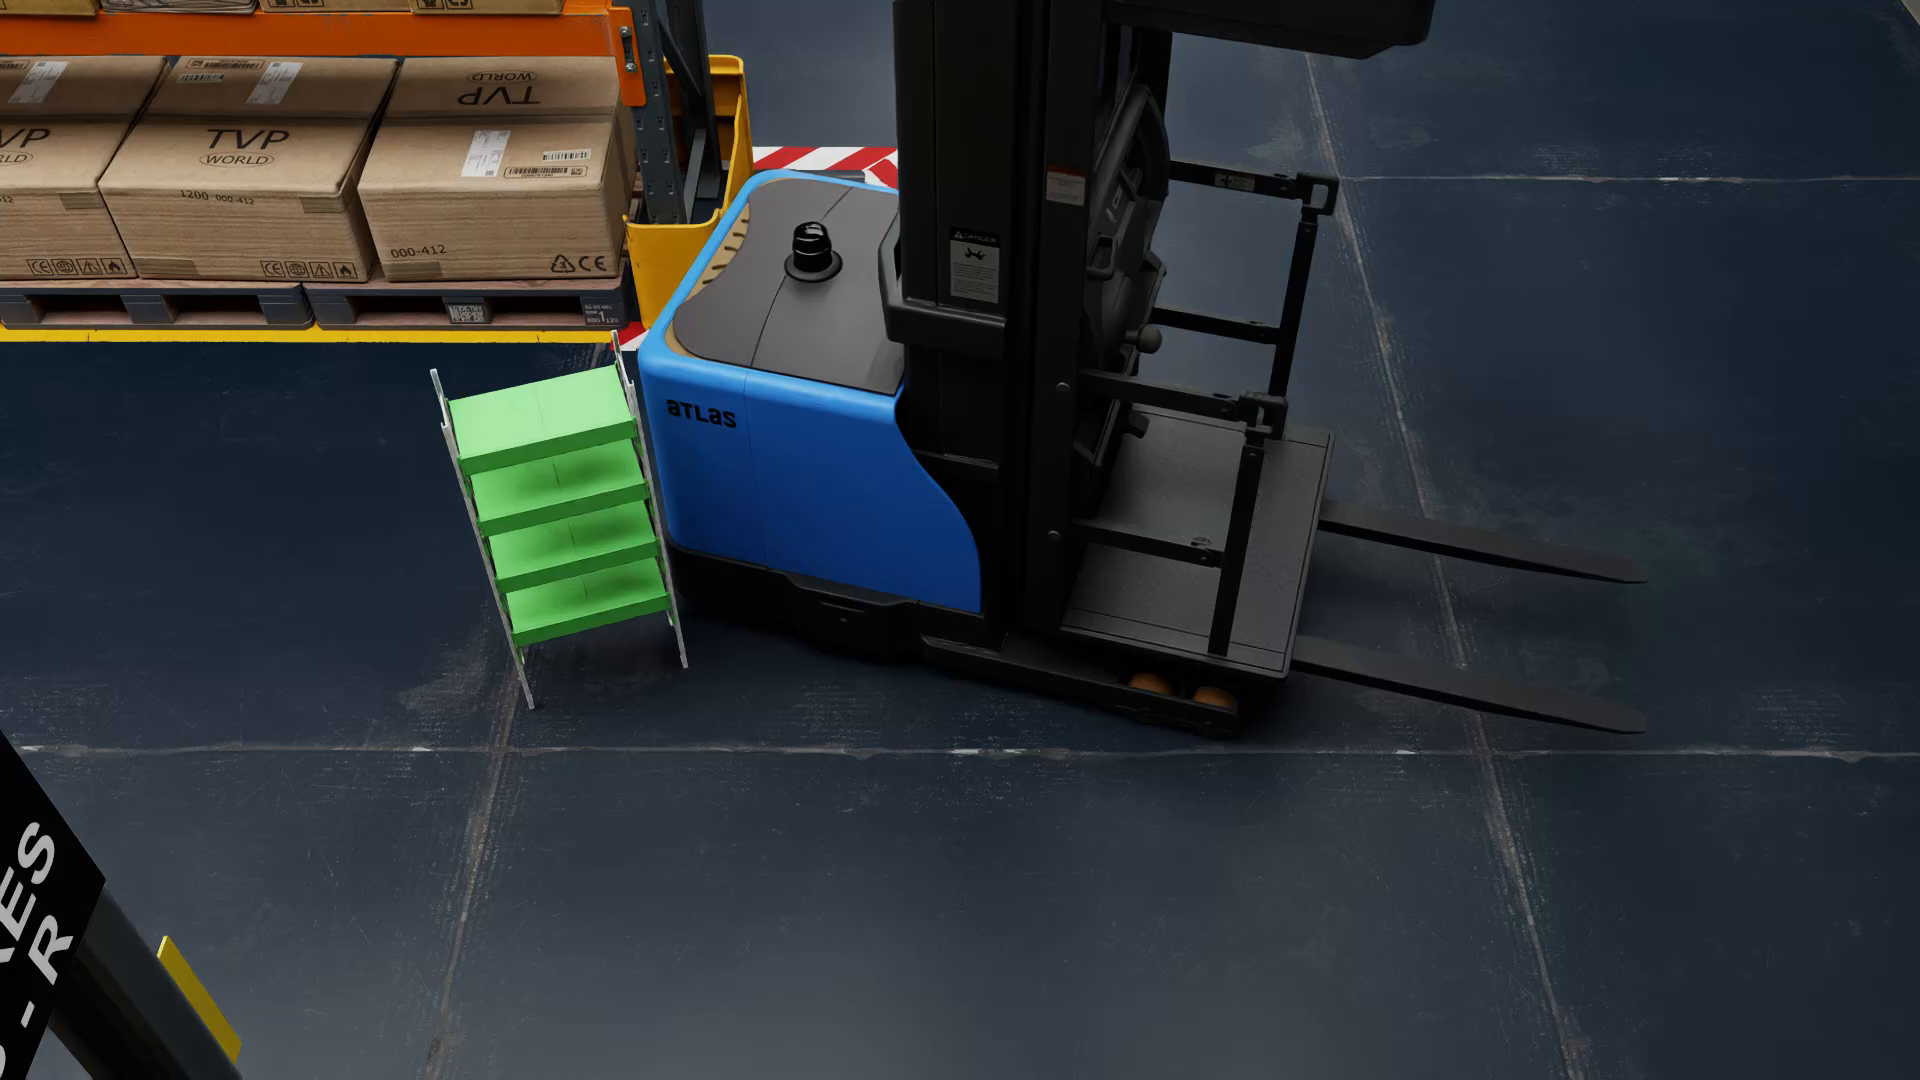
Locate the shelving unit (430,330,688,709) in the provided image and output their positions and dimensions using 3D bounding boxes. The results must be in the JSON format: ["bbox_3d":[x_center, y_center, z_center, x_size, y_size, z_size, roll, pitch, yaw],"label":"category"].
[{"bbox_3d":[-1.141,-0.025,4.871,0.503,1.200,0.258,-14,49,-13],"label":"shelving unit"}]

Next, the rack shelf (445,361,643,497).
[{"bbox_3d":[-1.141,-0.308,4.567,0.480,0.148,0.258,-14,49,-13],"label":"rack shelf"}]

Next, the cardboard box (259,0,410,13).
[{"bbox_3d":[-2.069,-2.103,5.507,0.500,0.500,0.500,-1,47,-1],"label":"cardboard box"}]

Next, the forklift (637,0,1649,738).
[{"bbox_3d":[0.639,-0.830,4.438,3.031,2.935,1.130,12,48,11],"label":"forklift"}]

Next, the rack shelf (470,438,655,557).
[{"bbox_3d":[-1.141,-0.145,4.742,0.480,0.148,0.258,-14,49,-13],"label":"rack shelf"}]

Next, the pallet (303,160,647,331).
[{"bbox_3d":[-1.884,-1.243,6.681,1.213,0.211,1.003,0,47,0],"label":"pallet"}]

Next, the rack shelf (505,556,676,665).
[{"bbox_3d":[-1.141,0.182,5.094,0.480,0.148,0.258,-14,49,-13],"label":"rack shelf"}]

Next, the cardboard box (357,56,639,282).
[{"bbox_3d":[-1.744,-1.447,6.429,0.875,0.438,0.875,-1,47,-1],"label":"cardboard box"}]

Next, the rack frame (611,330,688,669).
[{"bbox_3d":[-0.911,-0.084,4.926,0.015,1.200,0.240,-14,49,-13],"label":"rack frame"}]

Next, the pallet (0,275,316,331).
[{"bbox_3d":[-3.101,-1.249,6.686,1.213,0.211,1.003,0,47,0],"label":"pallet"}]

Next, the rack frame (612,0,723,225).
[{"bbox_3d":[-1.084,-2.248,5.711,0.127,3.000,1.000,0,47,0],"label":"rack frame"}]

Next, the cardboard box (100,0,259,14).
[{"bbox_3d":[-2.584,-2.097,5.502,0.500,0.500,0.500,1,47,1],"label":"cardboard box"}]

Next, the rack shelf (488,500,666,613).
[{"bbox_3d":[-1.141,0.019,4.918,0.480,0.148,0.258,-14,49,-13],"label":"rack shelf"}]

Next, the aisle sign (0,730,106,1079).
[{"bbox_3d":[-1.029,0.284,1.578,0.004,0.787,0.394,0,47,0],"label":"aisle sign"}]

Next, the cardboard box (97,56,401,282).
[{"bbox_3d":[-2.660,-1.444,6.426,0.875,0.438,0.875,1,47,1],"label":"cardboard box"}]

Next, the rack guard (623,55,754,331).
[{"bbox_3d":[-1.060,-1.397,6.626,0.348,0.500,1.175,0,47,0],"label":"rack guard"}]

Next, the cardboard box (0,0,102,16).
[{"bbox_3d":[-3.100,-2.089,5.494,0.500,0.500,0.500,1,47,1],"label":"cardboard box"}]

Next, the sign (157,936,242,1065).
[{"bbox_3d":[-1.097,0.693,2.382,0.005,0.325,0.100,0,47,0],"label":"sign"}]

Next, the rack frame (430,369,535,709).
[{"bbox_3d":[-1.372,0.035,4.816,0.015,1.200,0.240,-14,49,-13],"label":"rack frame"}]

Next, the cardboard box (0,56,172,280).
[{"bbox_3d":[-3.561,-1.447,6.429,0.875,0.438,0.875,-1,47,-1],"label":"cardboard box"}]

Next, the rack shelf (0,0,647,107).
[{"bbox_3d":[-3.084,-2.009,5.980,4.000,0.370,1.077,0,47,0],"label":"rack shelf"}]

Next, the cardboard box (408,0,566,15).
[{"bbox_3d":[-1.567,-2.090,5.496,0.500,0.500,0.500,0,47,0],"label":"cardboard box"}]
